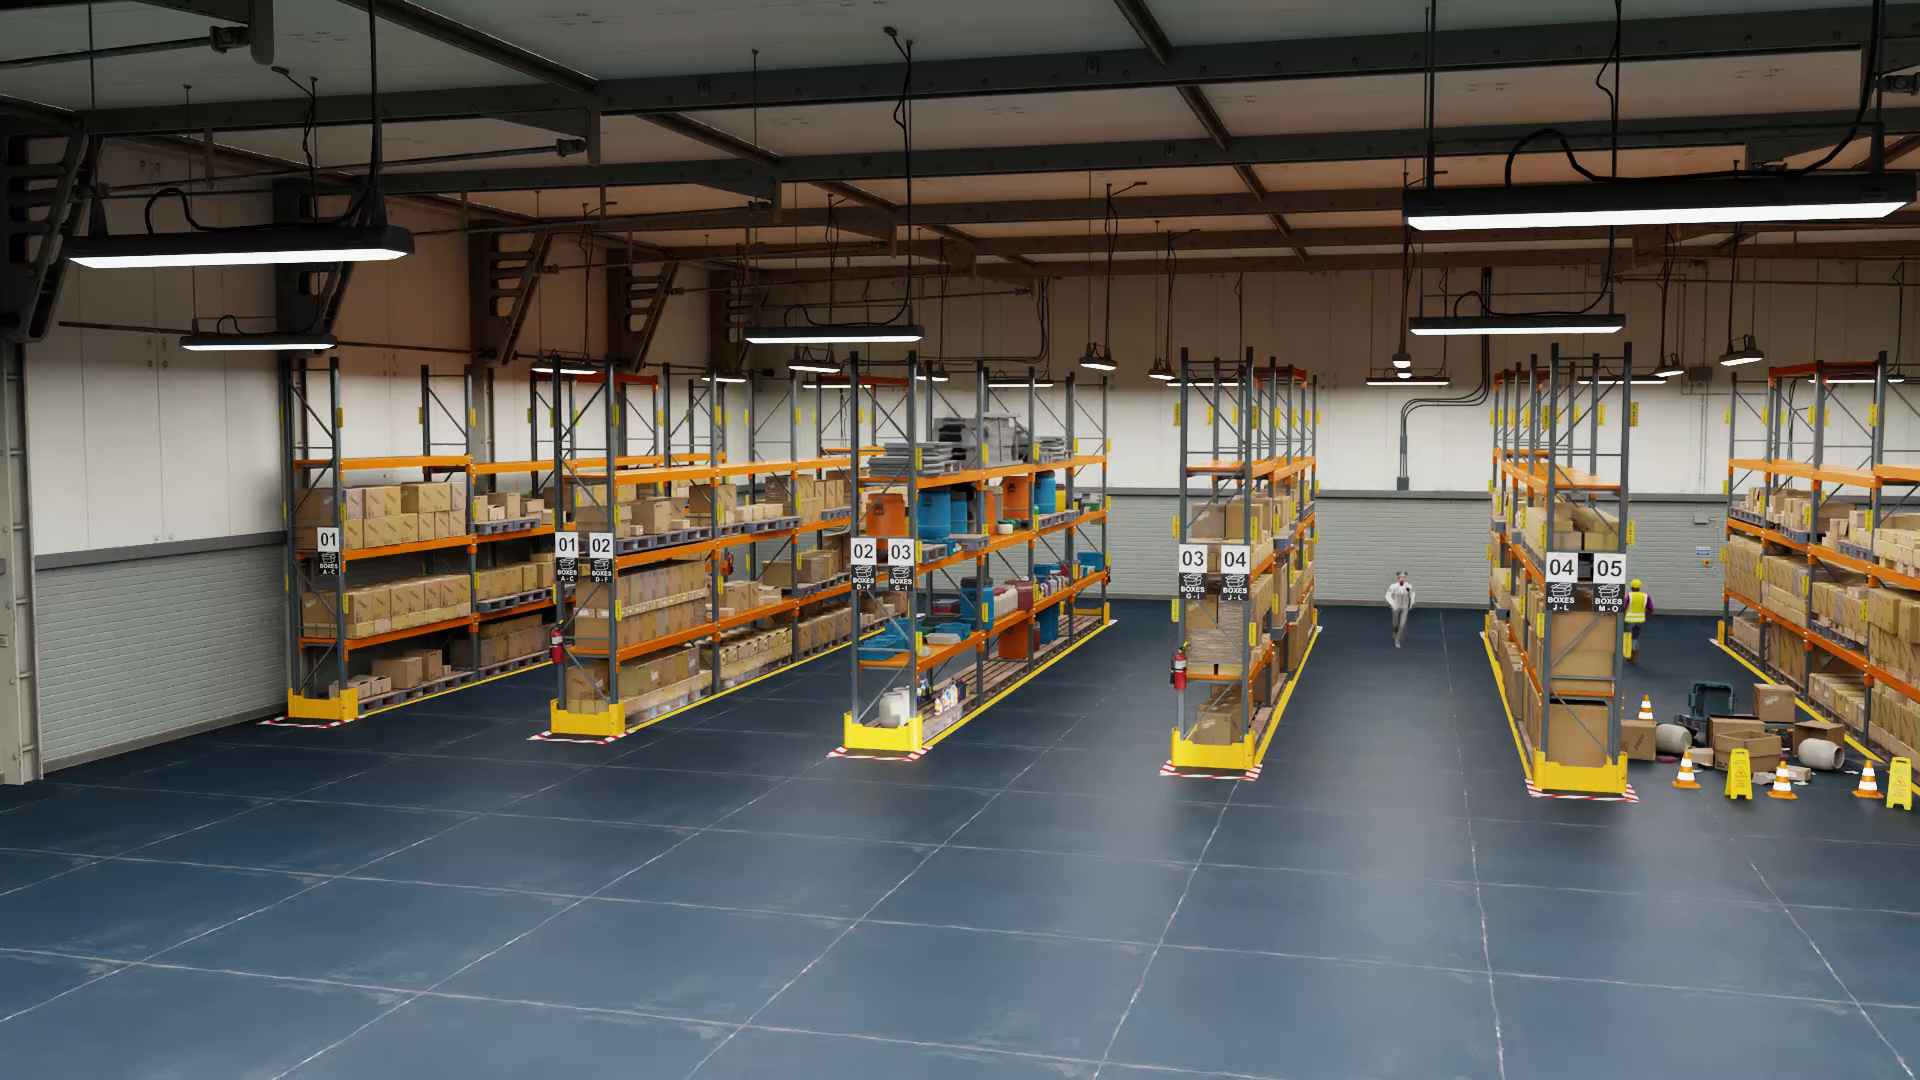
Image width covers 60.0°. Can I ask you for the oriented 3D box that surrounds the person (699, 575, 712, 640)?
[{"bbox_3d":[-5.288,1.581,34.645,0.755,1.732,0.812,1,4,16],"label":"person"}]

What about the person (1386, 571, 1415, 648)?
[{"bbox_3d":[9.663,1.509,36.478,0.641,1.676,0.796,1,4,8],"label":"person"}]

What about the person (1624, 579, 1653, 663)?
[{"bbox_3d":[13.753,1.650,33.937,0.692,1.718,0.603,0,4,-2],"label":"person"}]
